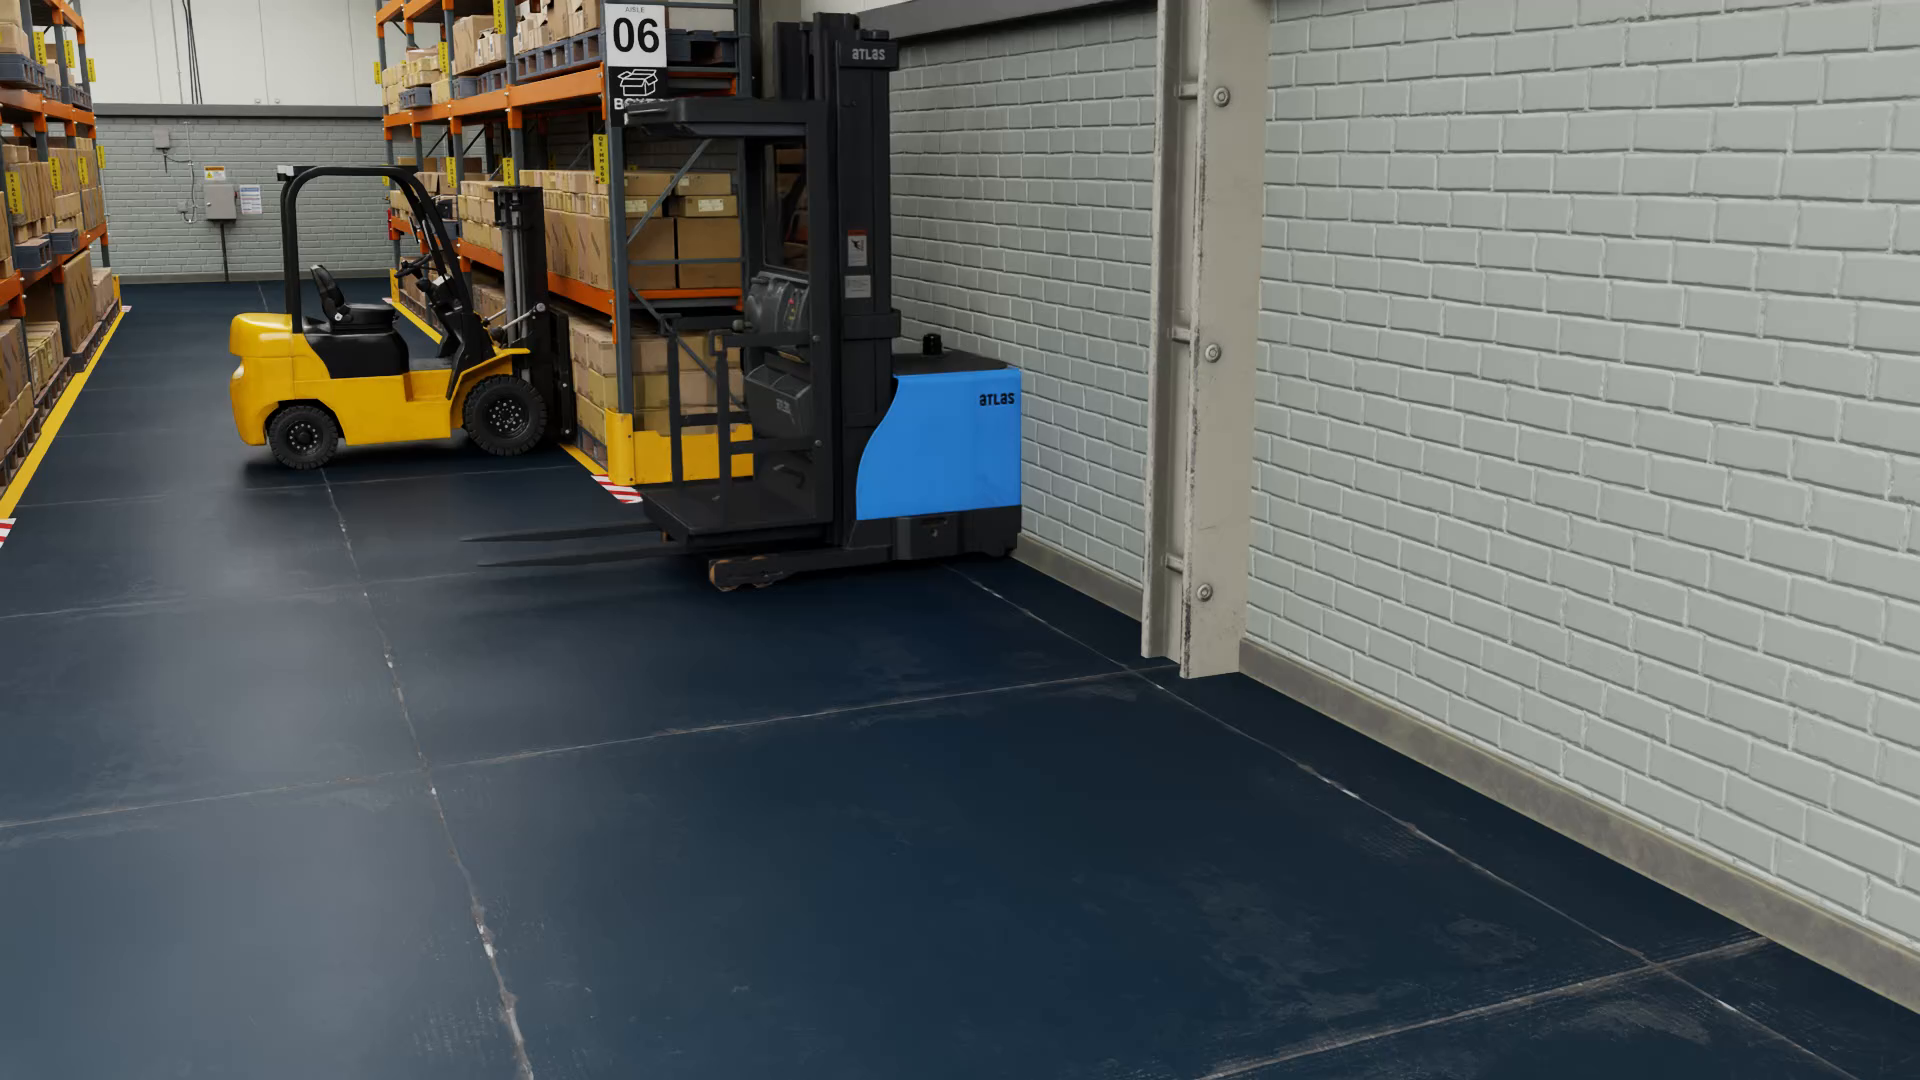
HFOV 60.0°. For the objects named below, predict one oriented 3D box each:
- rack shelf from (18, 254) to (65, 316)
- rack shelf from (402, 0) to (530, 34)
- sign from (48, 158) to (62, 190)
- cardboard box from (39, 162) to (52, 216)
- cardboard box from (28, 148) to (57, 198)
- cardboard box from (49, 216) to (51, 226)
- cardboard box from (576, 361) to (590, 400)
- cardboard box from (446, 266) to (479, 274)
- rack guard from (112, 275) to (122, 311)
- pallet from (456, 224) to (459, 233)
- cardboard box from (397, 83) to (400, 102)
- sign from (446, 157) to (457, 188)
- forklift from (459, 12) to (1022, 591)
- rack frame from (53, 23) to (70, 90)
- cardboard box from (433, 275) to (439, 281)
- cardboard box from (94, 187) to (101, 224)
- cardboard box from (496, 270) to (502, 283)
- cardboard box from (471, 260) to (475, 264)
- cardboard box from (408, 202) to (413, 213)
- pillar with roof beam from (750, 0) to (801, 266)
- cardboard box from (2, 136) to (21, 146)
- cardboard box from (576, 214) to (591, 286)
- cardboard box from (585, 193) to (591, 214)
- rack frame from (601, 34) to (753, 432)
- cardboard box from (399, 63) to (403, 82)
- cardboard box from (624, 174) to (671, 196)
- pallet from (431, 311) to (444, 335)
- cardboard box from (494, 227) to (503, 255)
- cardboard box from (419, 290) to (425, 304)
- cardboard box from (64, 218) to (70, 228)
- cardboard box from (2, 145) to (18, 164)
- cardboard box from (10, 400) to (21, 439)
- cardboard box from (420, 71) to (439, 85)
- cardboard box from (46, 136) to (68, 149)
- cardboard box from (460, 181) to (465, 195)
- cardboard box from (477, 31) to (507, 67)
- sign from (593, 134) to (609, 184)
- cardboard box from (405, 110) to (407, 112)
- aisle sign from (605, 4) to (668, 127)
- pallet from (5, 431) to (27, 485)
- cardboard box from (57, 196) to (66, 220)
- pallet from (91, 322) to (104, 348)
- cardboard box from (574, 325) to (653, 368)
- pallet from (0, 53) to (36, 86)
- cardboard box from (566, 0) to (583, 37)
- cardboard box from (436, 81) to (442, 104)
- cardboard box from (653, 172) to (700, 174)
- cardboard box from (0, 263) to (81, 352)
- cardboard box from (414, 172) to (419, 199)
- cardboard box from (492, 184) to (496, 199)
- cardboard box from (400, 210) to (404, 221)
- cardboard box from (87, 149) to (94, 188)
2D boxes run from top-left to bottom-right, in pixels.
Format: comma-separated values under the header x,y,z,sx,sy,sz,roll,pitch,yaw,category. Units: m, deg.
x,y,z,sx,sy,sz,roll,pitch,yaw,category
-8.855,-2.365,15.030,1.077,0.370,4.000,-6,14,-23,rack shelf
-5.911,-6.368,19.910,1.077,0.370,4.000,-6,14,-23,rack shelf
-9.163,-3.705,16.833,0.100,0.325,0.005,-6,14,-23,sign
-9.002,-3.352,15.888,0.500,0.500,0.500,-6,14,-24,cardboard box
-9.630,-3.788,17.146,0.500,0.500,0.500,-6,14,-25,cardboard box
-8.900,-3.015,15.868,0.380,0.149,0.250,-6,14,-26,cardboard box
-2.577,-1.210,12.504,0.500,0.250,0.500,-6,14,-24,cardboard box
-6.231,-3.344,20.842,0.380,0.149,0.250,-5,14,-21,cardboard box
-12.870,-3.568,24.179,1.175,0.500,0.348,-6,14,-23,rack guard
-5.893,-3.885,20.431,1.003,0.211,1.213,-6,14,-23,pallet
-7.547,-6.227,23.145,0.500,0.250,0.500,-5,14,-22,cardboard box
-5.603,-4.052,18.333,0.100,0.325,0.005,-6,14,-23,sign
-1.175,-1.294,8.960,3.031,2.935,1.130,-6,14,-24,forklift
-11.258,-6.878,19.629,1.000,3.000,0.127,-6,14,-23,rack frame
-6.502,-3.161,21.489,0.500,0.500,0.500,-6,14,-24,cardboard box
-12.023,-4.544,22.628,0.500,0.500,0.500,-5,14,-21,cardboard box
-5.461,-3.232,20.355,0.380,0.149,0.250,-6,14,-24,cardboard box
-6.300,-3.657,22.191,0.380,0.149,0.250,-6,14,-25,cardboard box
-7.354,-4.661,23.030,0.500,0.250,0.500,-6,14,-23,cardboard box
-5.302,-4.684,10.150,9.100,9.000,0.400,-6,14,-23,pillar with roof beam
-11.673,-4.842,20.259,0.380,0.149,0.250,-6,14,-24,cardboard box
-2.542,-2.159,12.326,0.500,0.500,0.500,-5,14,-21,cardboard box
-2.567,-2.497,12.347,0.380,0.149,0.250,-6,14,-23,cardboard box
-1.905,-1.925,11.533,1.000,3.000,0.127,-6,14,-23,rack frame
-7.346,-6.367,22.640,0.500,0.250,0.500,-6,14,-24,cardboard box
-2.241,-2.489,11.653,0.380,0.149,0.250,-6,14,-23,cardboard box
-6.351,-2.881,21.849,1.003,0.211,1.213,-6,14,-23,pallet
-4.155,-2.862,15.915,0.500,0.250,0.500,-6,14,-23,cardboard box
-7.347,-3.439,23.208,0.396,0.266,0.258,-5,14,-21,cardboard box
-10.048,-3.393,18.208,0.500,0.250,0.500,-5,14,-21,cardboard box
-7.918,-3.145,13.556,0.380,0.149,0.250,-6,14,-23,cardboard box
-7.149,-0.855,12.076,0.500,0.250,0.500,-5,14,-22,cardboard box
-6.317,-5.583,20.093,0.380,0.149,0.250,-5,14,-22,cardboard box
-11.147,-4.895,20.491,0.380,0.149,0.250,-6,14,-24,cardboard box
-5.252,-3.850,18.191,0.380,0.149,0.250,-5,14,-21,cardboard box
-4.328,-4.708,15.954,0.500,0.311,0.500,-6,14,-25,cardboard box
-2.408,-2.558,11.177,0.100,0.325,0.005,-6,14,-23,sign
-7.416,-5.949,22.825,0.380,0.149,0.250,-6,14,-23,cardboard box
-2.148,-3.151,11.067,0.394,0.787,0.004,-6,14,-23,aisle sign
-7.260,-0.555,11.802,1.003,0.211,1.213,-6,14,-23,pallet
-9.839,-3.533,17.705,0.500,0.250,0.500,-5,14,-22,cardboard box
-10.880,-2.444,19.960,1.003,0.211,1.213,-6,14,-23,pallet
-2.585,-1.449,12.426,0.500,0.250,0.500,-5,14,-22,cardboard box
-8.203,-3.809,13.439,1.213,0.211,1.003,-6,14,-23,pallet
-2.617,-3.770,11.999,0.396,0.266,0.258,-6,14,-23,cardboard box
-5.740,-5.154,19.165,0.500,0.250,0.500,-6,14,-23,cardboard box
-2.122,-2.686,12.502,0.380,0.149,0.250,-6,14,-23,cardboard box
-9.857,-2.448,17.576,0.875,0.875,0.875,-6,14,-23,cardboard box
-6.723,-4.537,21.668,0.700,0.500,0.500,-5,14,-22,cardboard box
-4.386,-3.428,16.367,0.380,0.149,0.250,-5,14,-22,cardboard box
-7.963,-4.745,24.275,0.380,0.149,0.250,-6,14,-25,cardboard box
-11.818,-4.927,22.067,0.500,0.500,0.500,-6,14,-23,cardboard box
